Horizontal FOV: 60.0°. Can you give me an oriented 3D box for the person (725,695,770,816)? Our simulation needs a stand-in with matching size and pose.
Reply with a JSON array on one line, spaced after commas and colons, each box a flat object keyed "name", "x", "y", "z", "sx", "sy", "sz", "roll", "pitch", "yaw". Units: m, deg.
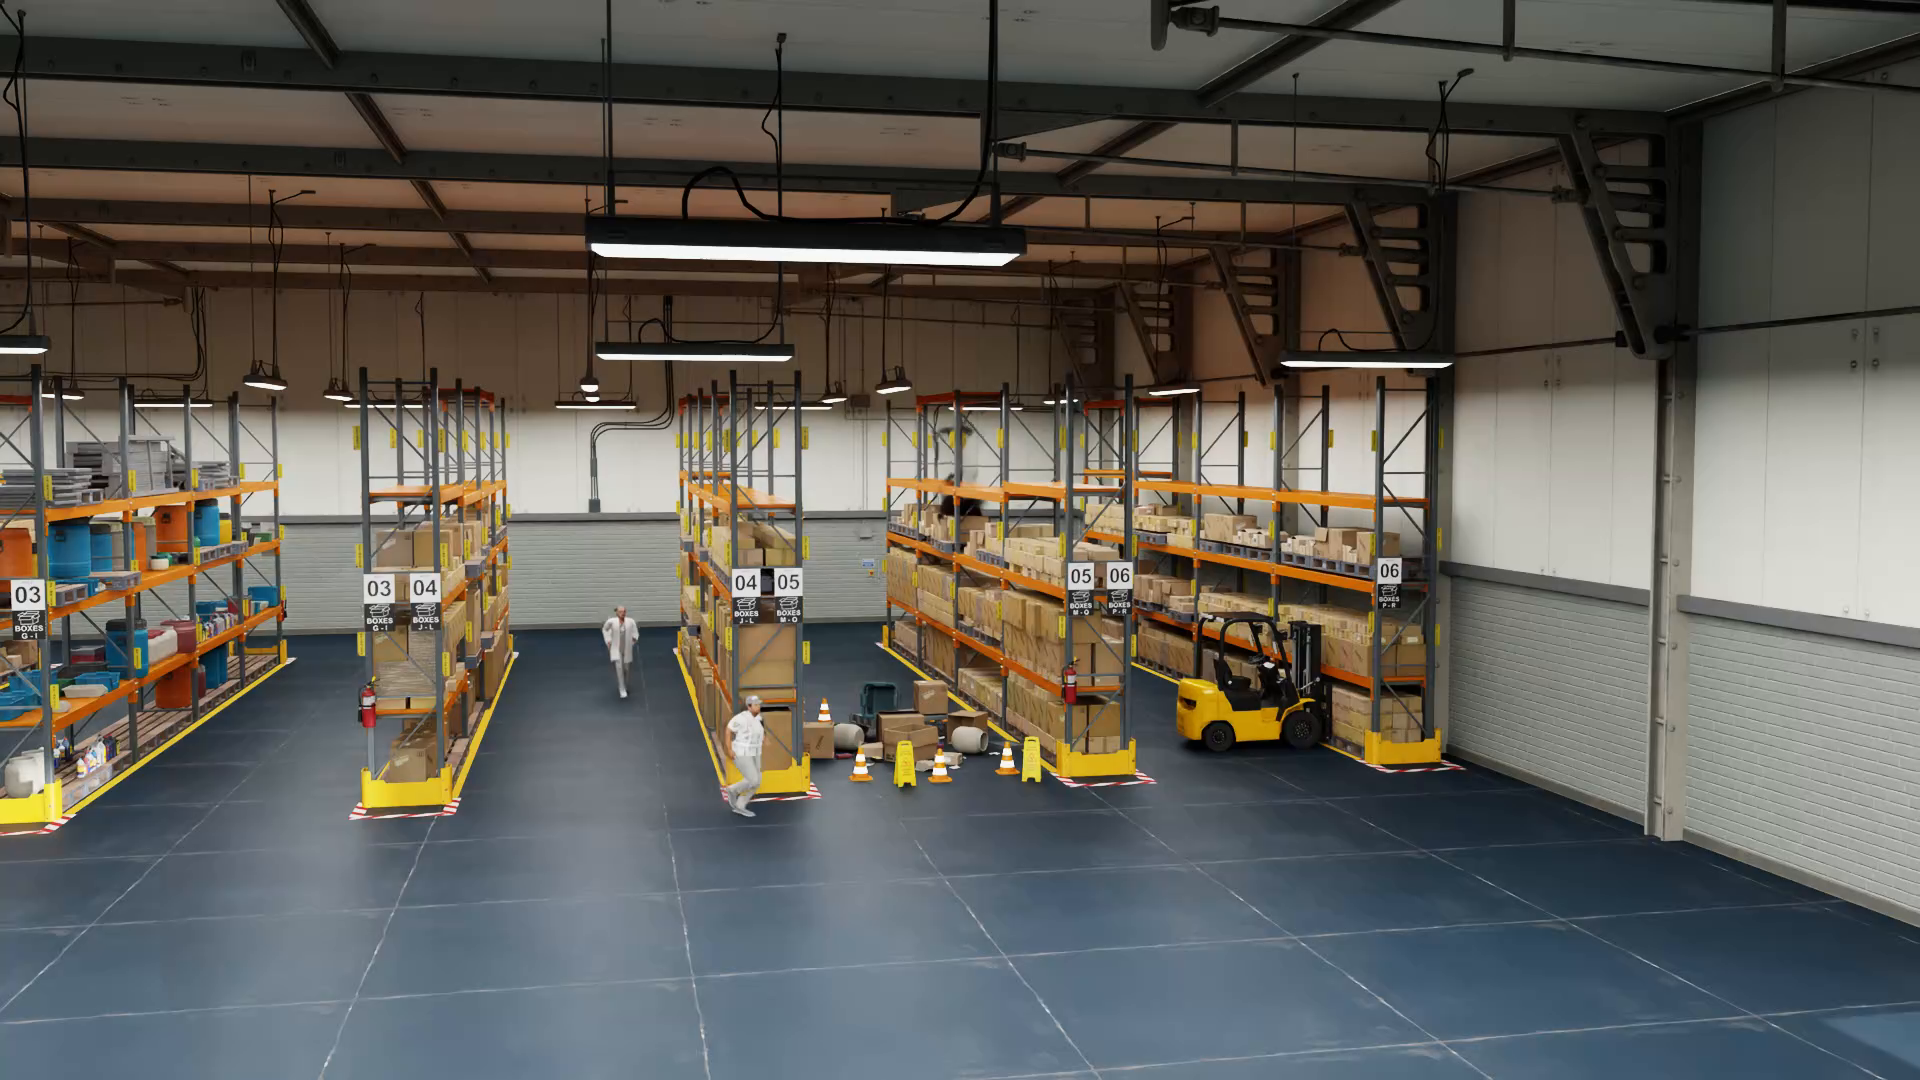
[{"name": "person", "x": -2.805, "y": 2.879, "z": 22.201, "sx": 0.575, "sy": 1.621, "sz": 0.598, "roll": 2, "pitch": 4, "yaw": 29}]

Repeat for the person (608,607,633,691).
[{"name": "person", "x": -6.857, "y": 2.176, "z": 33.657, "sx": 0.623, "sy": 1.680, "sz": 0.765, "roll": -1, "pitch": 4, "yaw": -17}]

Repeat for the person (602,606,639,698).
[{"name": "person", "x": -6.697, "y": 2.174, "z": 32.821, "sx": 0.687, "sy": 1.775, "sz": 1.005, "roll": -1, "pitch": 4, "yaw": -21}]
